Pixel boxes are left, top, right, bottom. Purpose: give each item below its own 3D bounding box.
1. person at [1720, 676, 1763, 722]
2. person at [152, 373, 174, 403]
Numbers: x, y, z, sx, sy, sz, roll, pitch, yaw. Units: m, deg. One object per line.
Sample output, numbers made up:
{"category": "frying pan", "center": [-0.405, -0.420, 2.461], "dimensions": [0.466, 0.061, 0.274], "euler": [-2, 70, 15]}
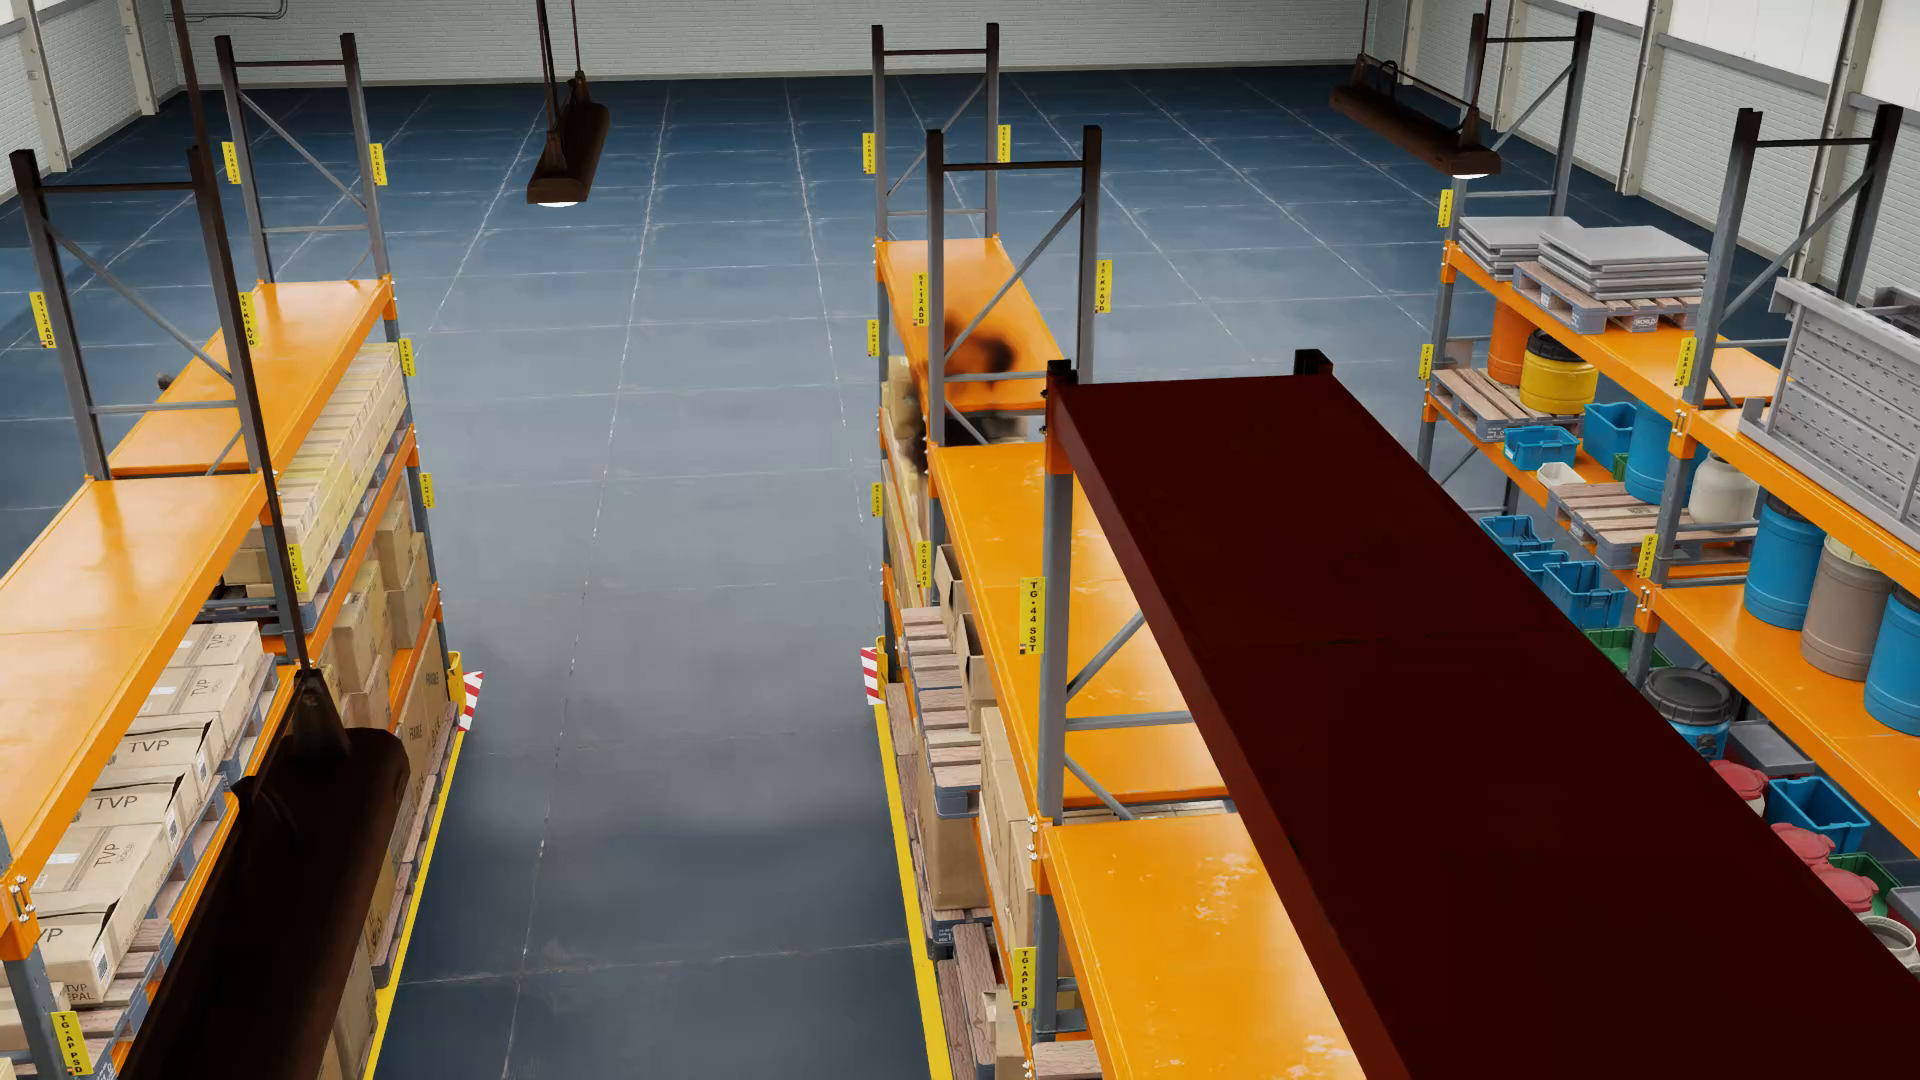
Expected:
{"category": "person", "center": [6.739, 1.288, 14.201], "dimensions": [0.528, 1.416, 0.586], "euler": [-10, 27, -21]}
{"category": "person", "center": [-8.903, -1.129, 18.930], "dimensions": [0.924, 1.632, 0.608], "euler": [18, 31, 33]}
